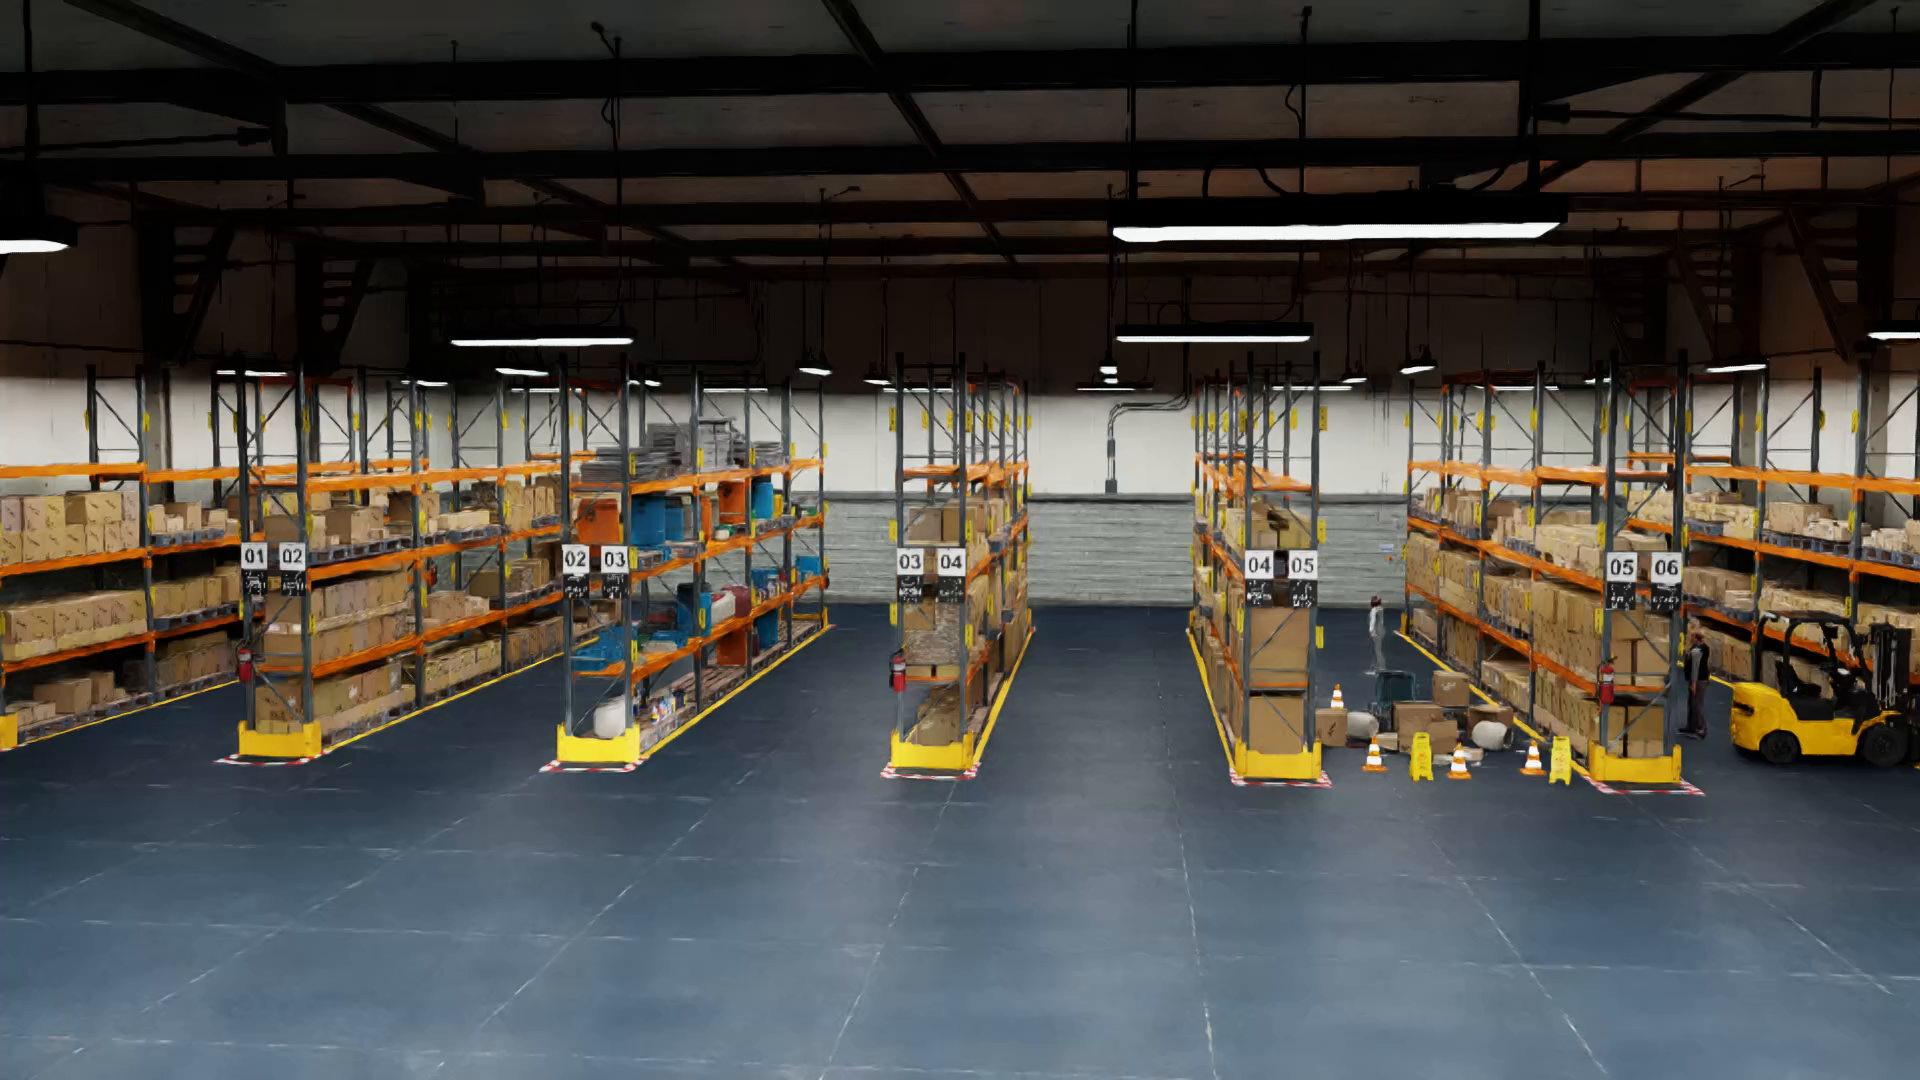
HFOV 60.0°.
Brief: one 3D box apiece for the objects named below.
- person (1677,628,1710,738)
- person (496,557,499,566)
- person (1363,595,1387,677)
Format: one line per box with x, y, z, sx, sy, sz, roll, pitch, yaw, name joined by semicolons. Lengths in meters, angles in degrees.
11.652;2.259;26.415;0.494;1.713;0.578;3;5;35;person
-11.569;1.210;41.998;0.494;1.589;0.606;3;5;34;person
8.151;1.874;32.643;0.536;1.590;0.535;3;5;32;person
